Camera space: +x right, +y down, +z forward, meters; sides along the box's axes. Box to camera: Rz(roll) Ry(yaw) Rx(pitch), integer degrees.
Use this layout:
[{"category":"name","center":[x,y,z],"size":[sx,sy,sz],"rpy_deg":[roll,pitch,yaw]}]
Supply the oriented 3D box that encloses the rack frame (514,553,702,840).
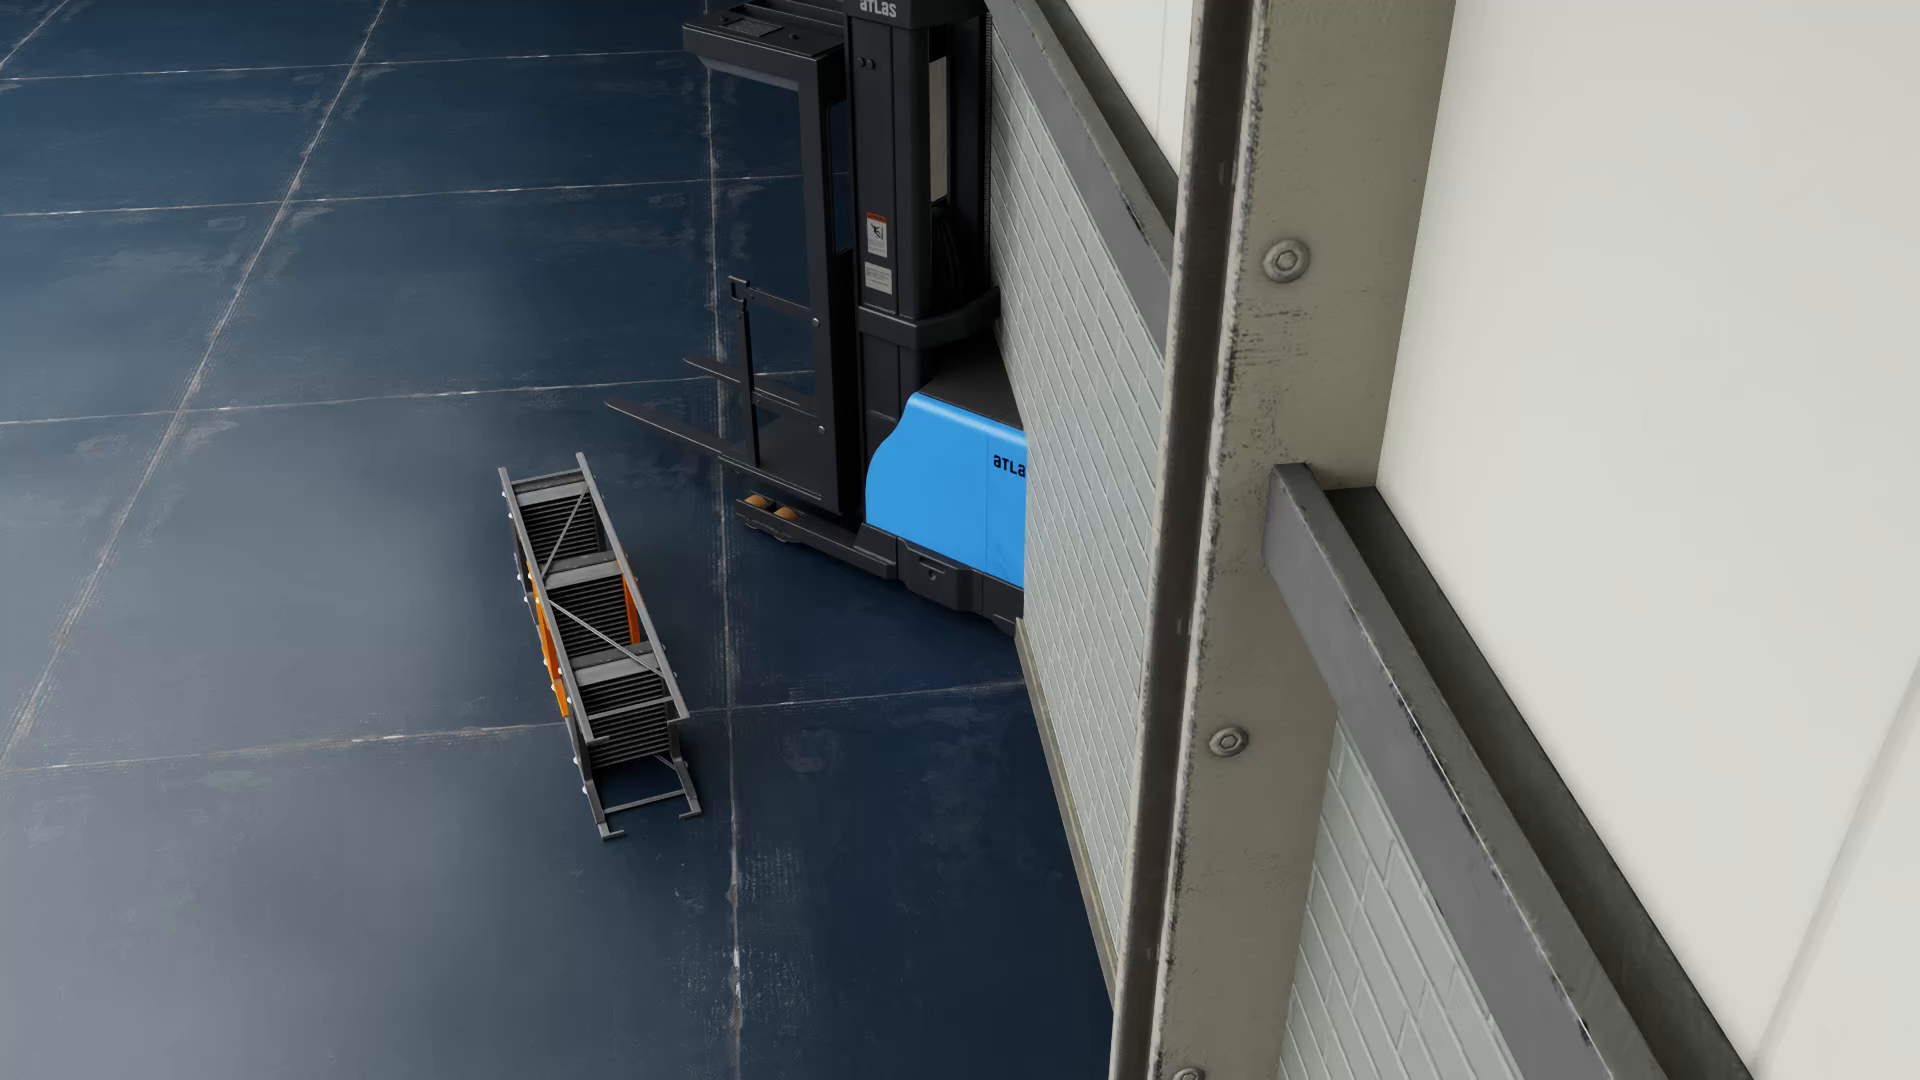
[{"category":"rack frame","center":[-1.604,0.578,7.376],"size":[0.400,0.015,2.100],"rpy_deg":[-13,36,-18]}]

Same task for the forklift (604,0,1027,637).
[{"category":"forklift","center":[-0.503,-1.419,7.730],"size":[3.031,2.935,1.130],"rpy_deg":[22,40,29]}]

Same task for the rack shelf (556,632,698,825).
[{"category":"rack shelf","center":[-1.340,0.750,6.691],"size":[0.431,0.480,0.518],"rpy_deg":[-13,36,-18]}]

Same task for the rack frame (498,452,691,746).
[{"category":"rack frame","center":[-1.604,0.175,7.101],"size":[0.400,0.015,2.100],"rpy_deg":[-13,36,-18]}]

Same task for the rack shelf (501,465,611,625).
[{"category":"rack shelf","center":[-1.858,0.018,7.765],"size":[0.431,0.480,0.518],"rpy_deg":[-13,36,-18]}]

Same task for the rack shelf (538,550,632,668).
[{"category":"rack shelf","center":[-1.650,0.312,7.333],"size":[0.368,0.457,0.174],"rpy_deg":[-13,36,-18]}]

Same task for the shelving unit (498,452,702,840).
[{"category":"shelving unit","center":[-1.604,0.377,7.238],"size":[0.431,0.503,2.100],"rpy_deg":[-13,36,-18]}]

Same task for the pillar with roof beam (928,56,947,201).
[{"category":"pillar with roof beam","center":[-4.494,-4.428,6.757],"size":[9.100,9.000,0.400],"rpy_deg":[-4,35,-6]}]
